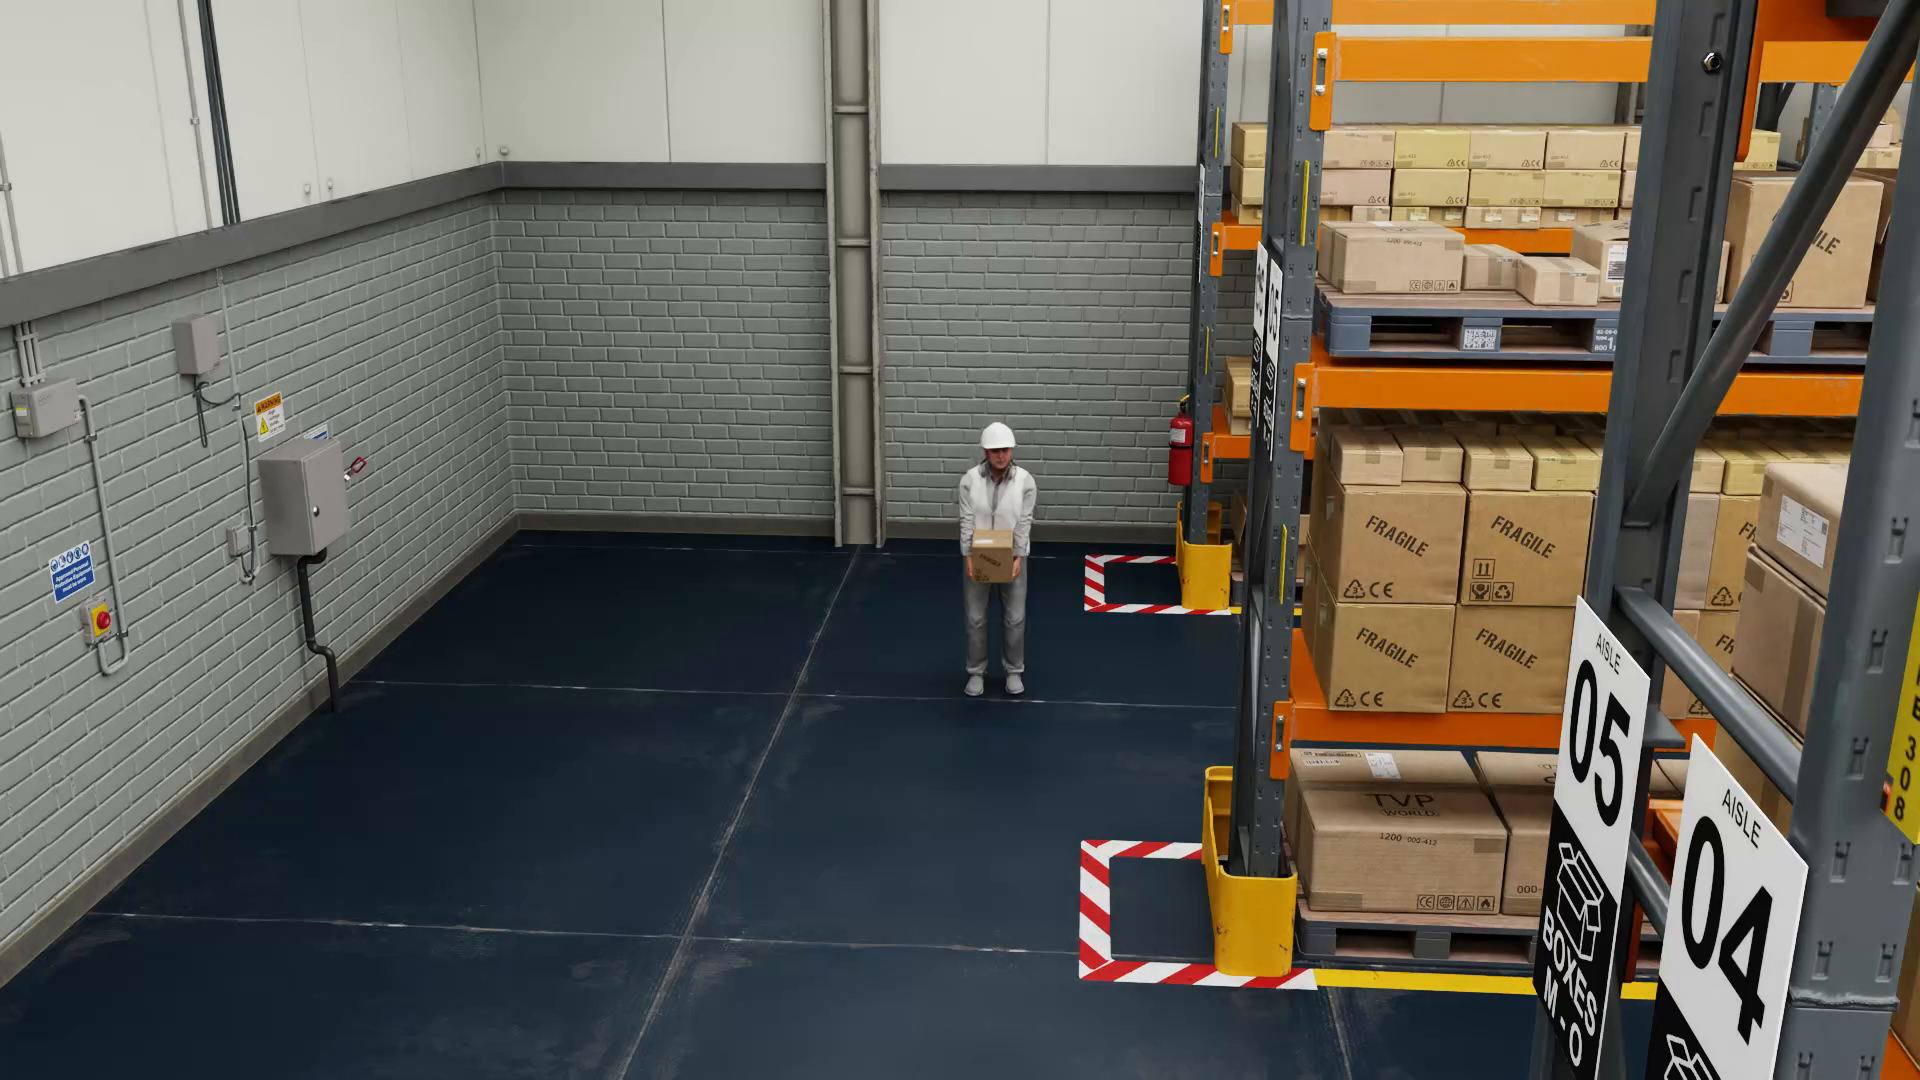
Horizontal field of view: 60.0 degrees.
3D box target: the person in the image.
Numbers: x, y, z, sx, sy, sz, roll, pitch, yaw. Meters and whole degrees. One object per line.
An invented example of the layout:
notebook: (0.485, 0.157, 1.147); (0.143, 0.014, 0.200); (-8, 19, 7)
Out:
person: (0.234, 0.135, 10.584); (0.494, 1.772, 0.558); (1, 17, 3)
